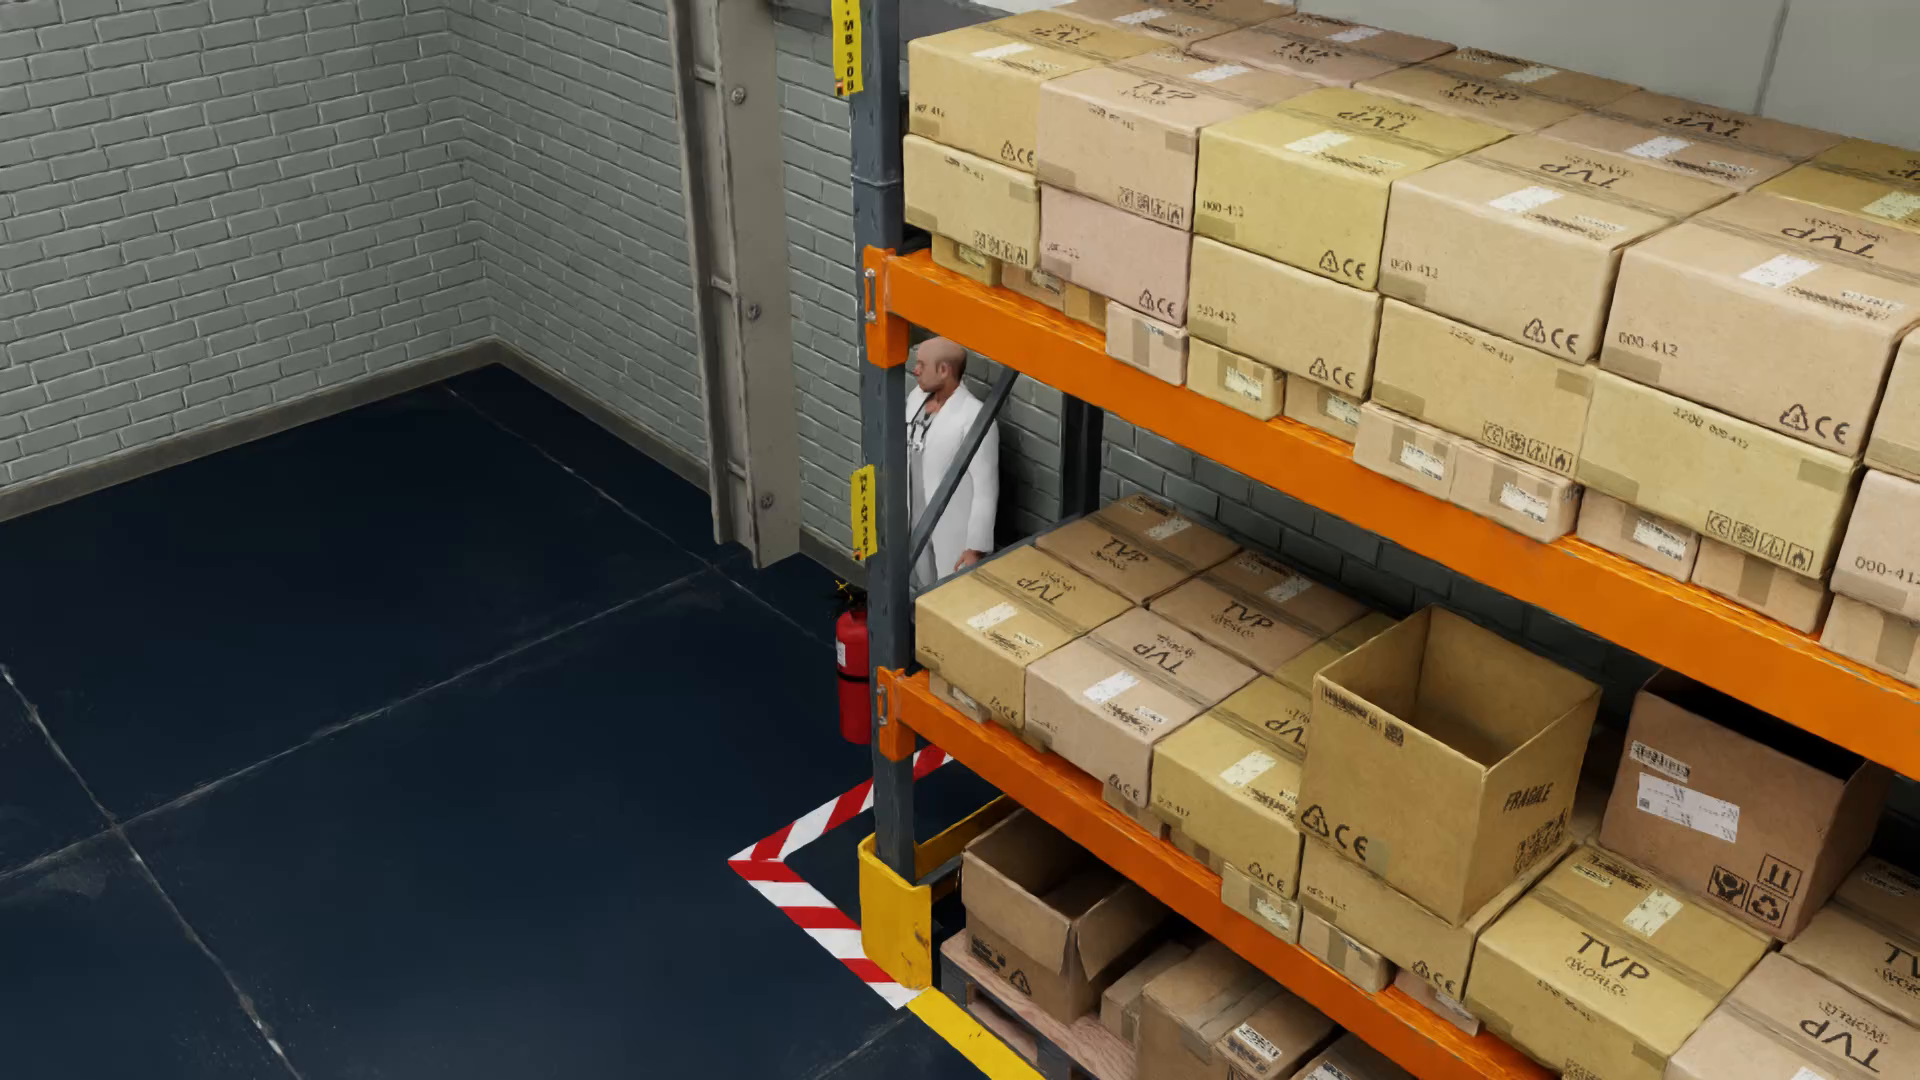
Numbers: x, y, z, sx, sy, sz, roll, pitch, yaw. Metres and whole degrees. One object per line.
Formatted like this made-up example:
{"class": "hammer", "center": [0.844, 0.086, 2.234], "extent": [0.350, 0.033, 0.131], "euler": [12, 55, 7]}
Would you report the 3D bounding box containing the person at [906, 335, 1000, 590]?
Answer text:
{"class": "person", "center": [-0.056, -0.060, 7.236], "extent": [0.487, 1.774, 0.644], "euler": [-27, 40, -37]}
